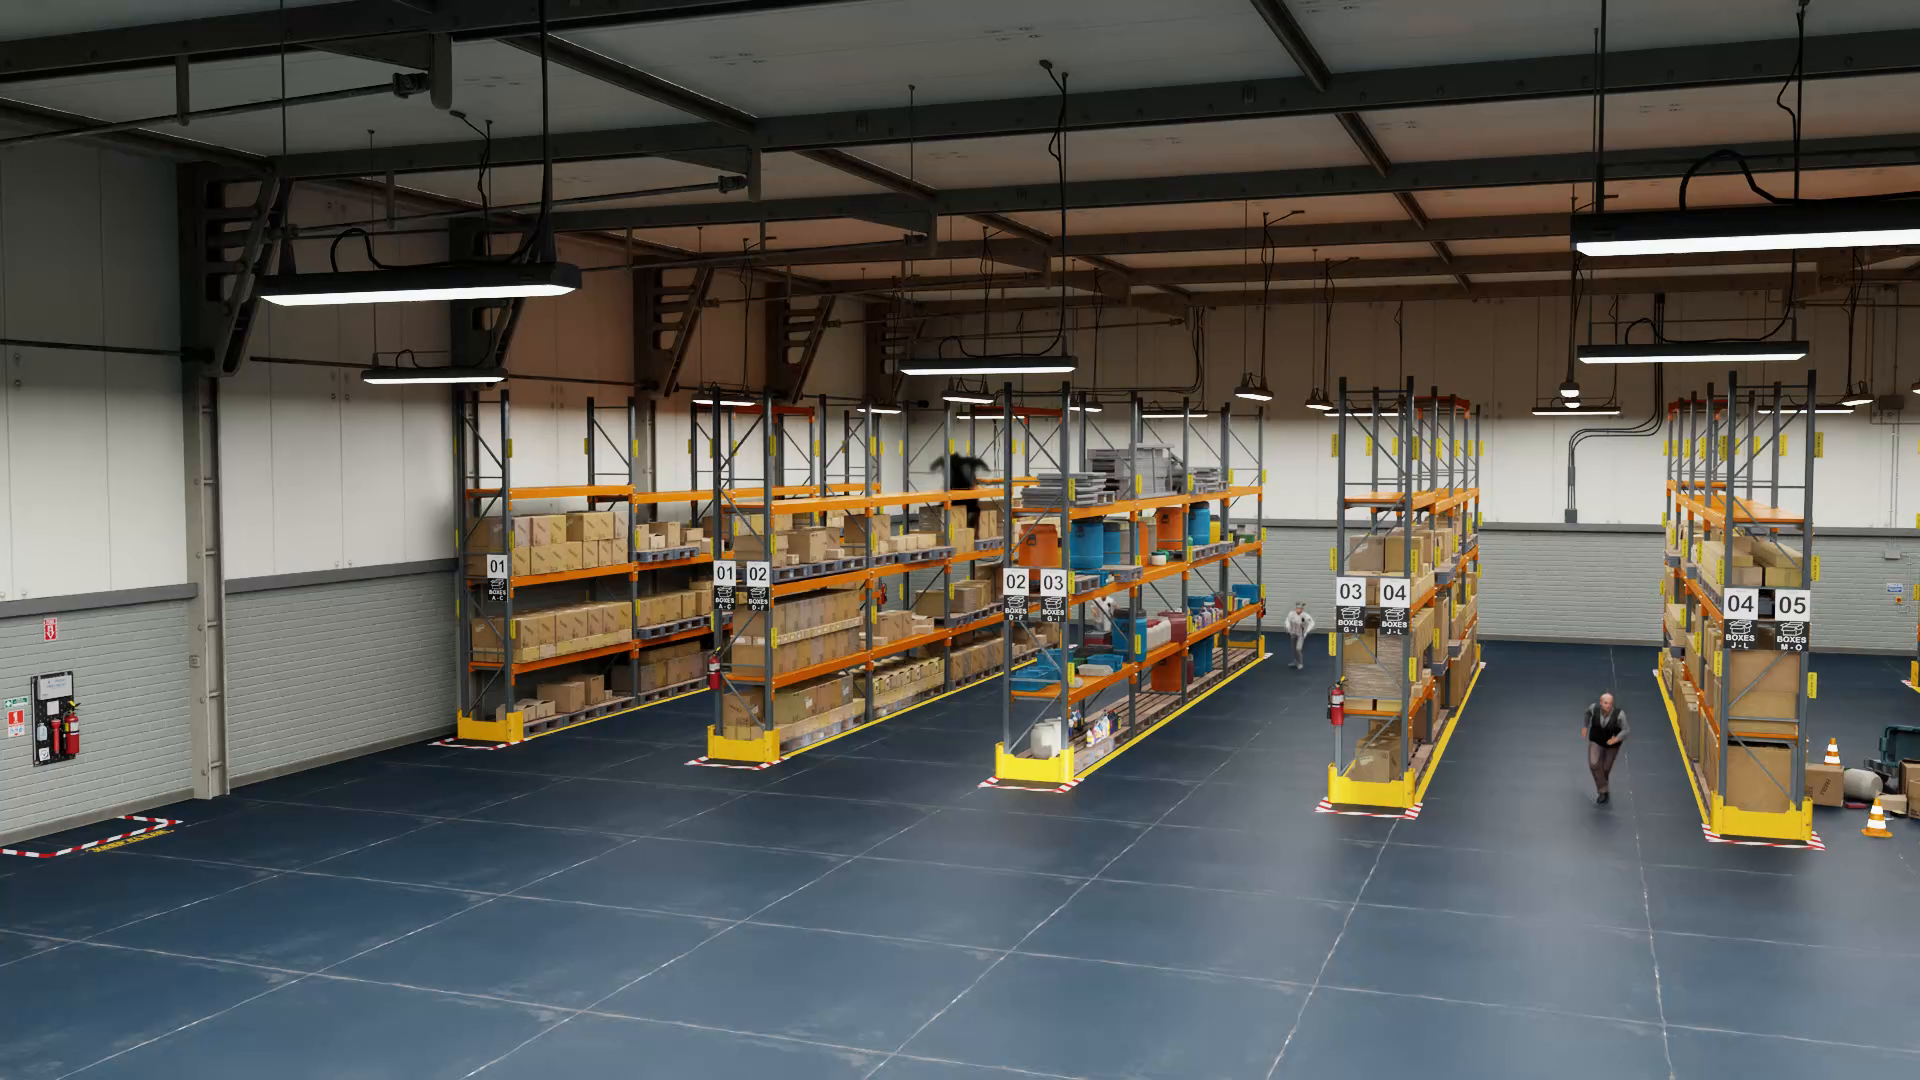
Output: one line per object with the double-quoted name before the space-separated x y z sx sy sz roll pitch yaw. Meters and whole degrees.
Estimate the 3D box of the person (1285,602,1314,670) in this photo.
"person" 7.728 2.172 37.913 0.684 1.560 0.762 2 4 37

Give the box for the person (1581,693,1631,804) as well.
"person" 9.173 2.903 23.619 0.665 1.554 1.066 1 3 23

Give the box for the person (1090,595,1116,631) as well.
"person" 3.452 1.991 40.027 0.613 1.670 1.056 1 3 10
